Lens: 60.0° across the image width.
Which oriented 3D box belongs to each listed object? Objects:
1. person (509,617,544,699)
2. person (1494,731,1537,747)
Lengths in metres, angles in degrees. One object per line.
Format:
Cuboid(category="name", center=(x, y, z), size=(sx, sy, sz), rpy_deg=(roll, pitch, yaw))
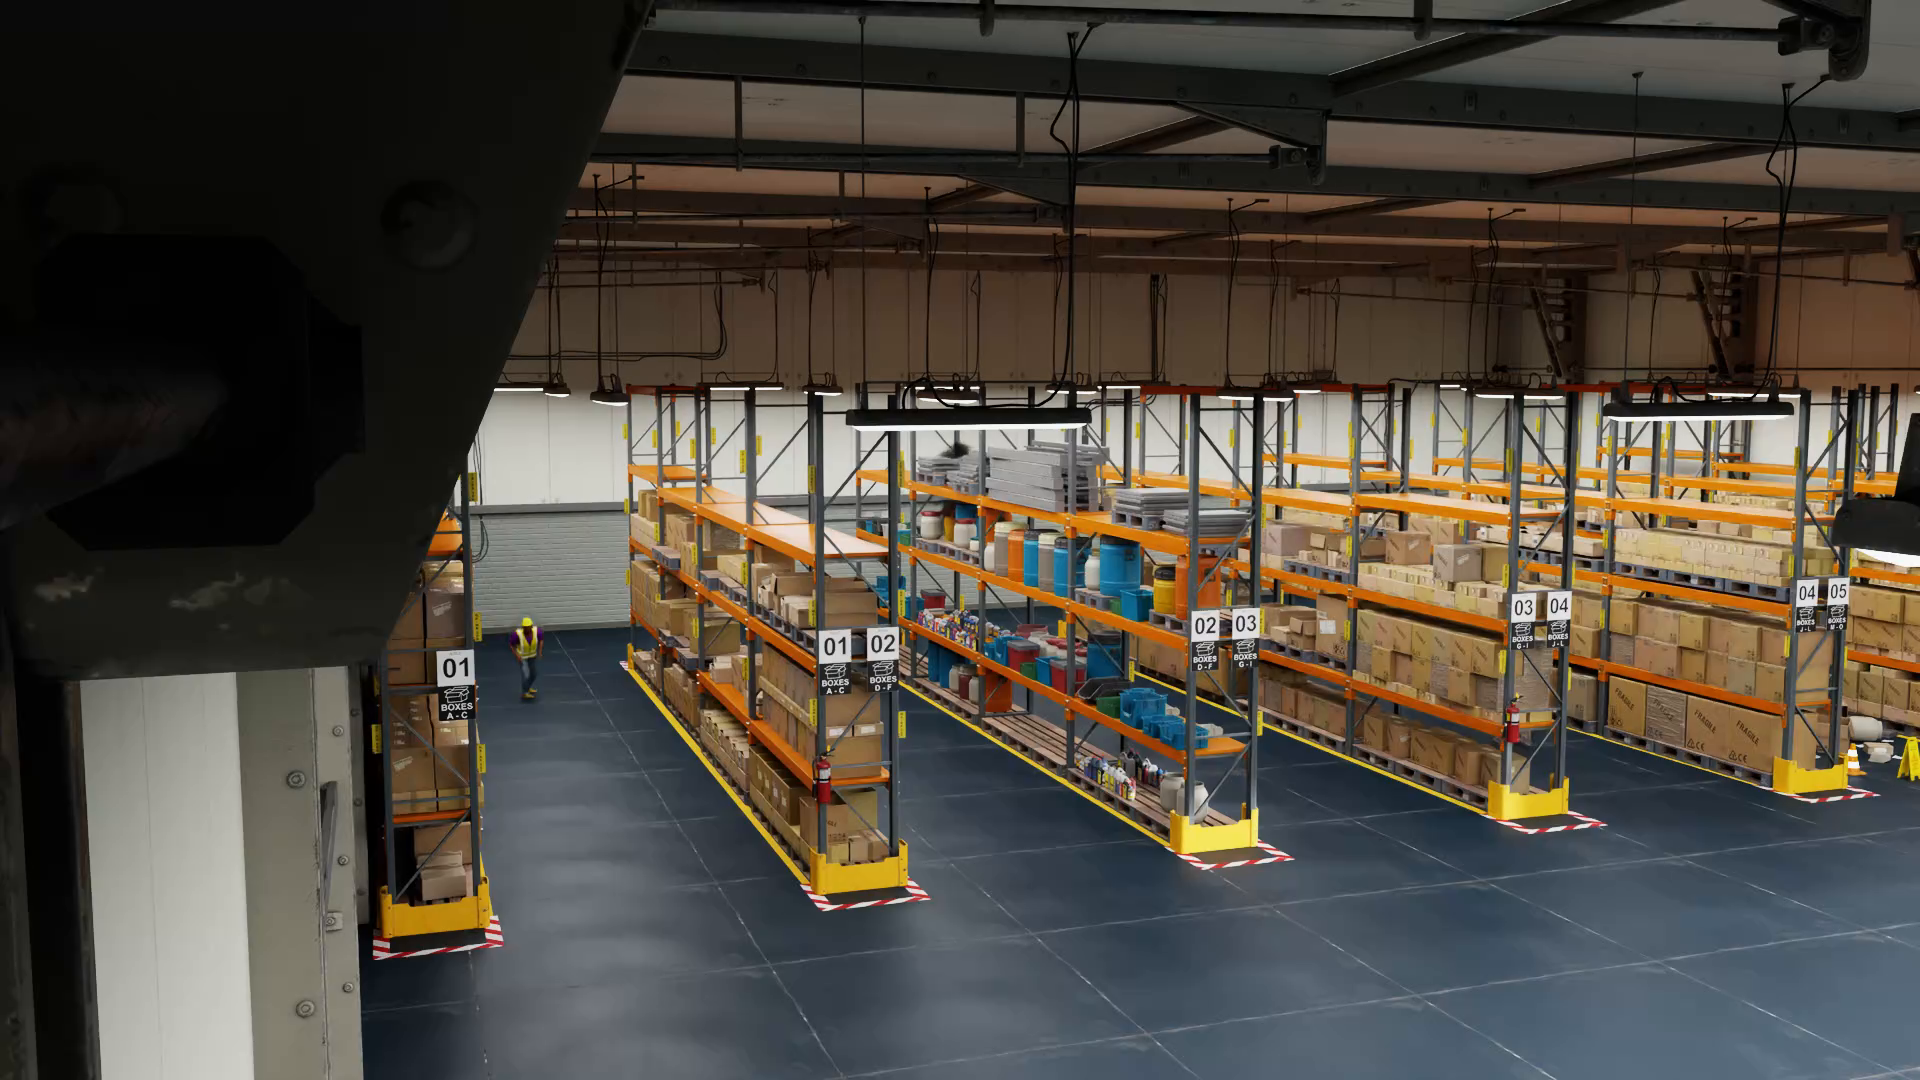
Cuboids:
Cuboid(category="person", center=(-8.315, 2.239, 31.884), size=(0.708, 1.614, 0.882), rpy_deg=(-5, 8, -42))
Cuboid(category="person", center=(9.240, 2.669, 27.661), size=(0.682, 1.721, 0.857), rpy_deg=(3, 7, 26))
